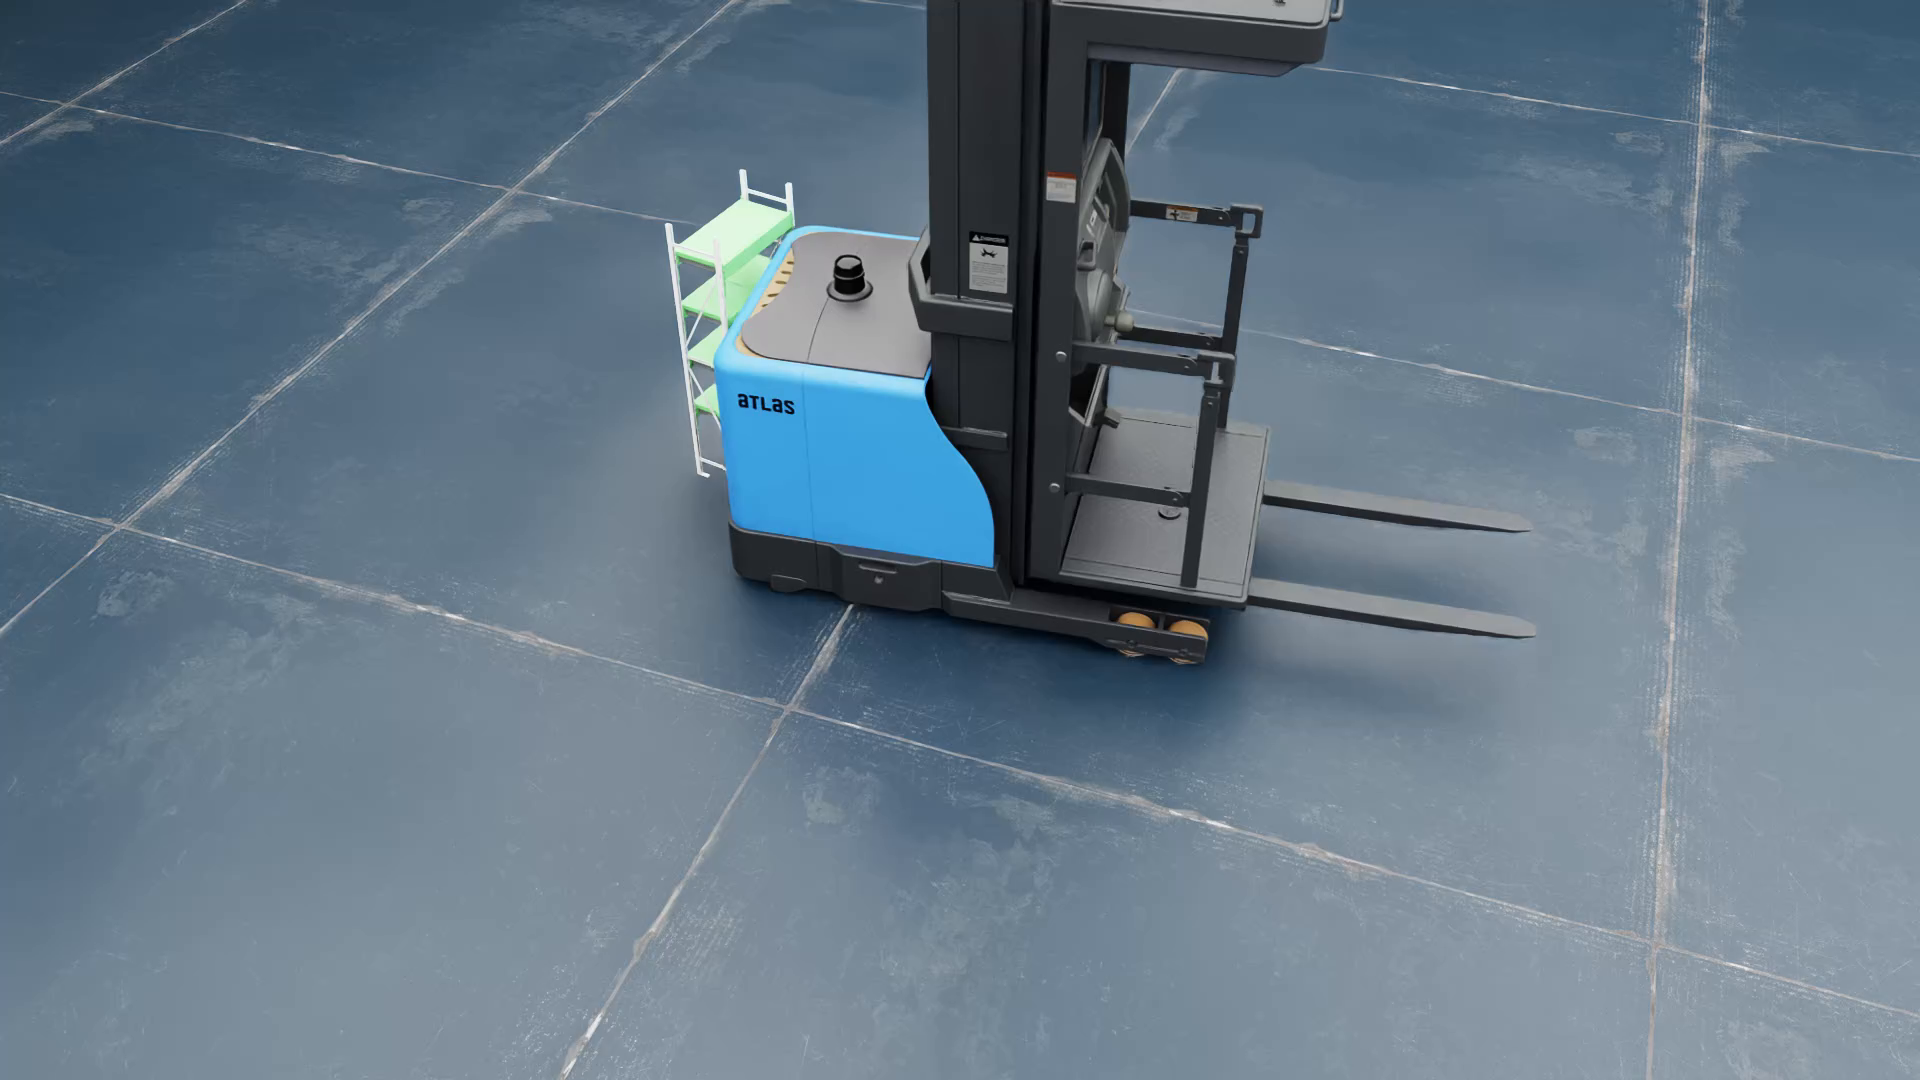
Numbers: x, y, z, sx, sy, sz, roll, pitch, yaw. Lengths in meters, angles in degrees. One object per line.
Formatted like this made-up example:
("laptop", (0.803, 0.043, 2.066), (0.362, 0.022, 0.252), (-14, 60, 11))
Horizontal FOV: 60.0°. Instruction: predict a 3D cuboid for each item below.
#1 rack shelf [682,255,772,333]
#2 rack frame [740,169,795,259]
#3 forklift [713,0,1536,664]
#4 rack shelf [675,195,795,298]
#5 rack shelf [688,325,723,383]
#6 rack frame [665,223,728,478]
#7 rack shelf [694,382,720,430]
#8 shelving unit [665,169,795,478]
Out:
("rack shelf", (-0.890, -0.976, 6.698), (0.258, 0.148, 0.480), (20, 44, 22))
("rack frame", (-0.770, -0.980, 6.974), (0.240, 1.200, 0.015), (20, 44, 22))
("forklift", (0.680, -1.032, 5.701), (3.031, 2.935, 1.130), (9, 41, 10))
("rack shelf", (-0.890, -1.158, 6.542), (0.258, 0.148, 0.480), (20, 44, 22))
("rack shelf", (-0.890, -0.793, 6.854), (0.258, 0.148, 0.480), (20, 44, 22))
("rack frame", (-1.009, -0.704, 6.651), (0.240, 1.200, 0.015), (20, 44, 22))
("rack shelf", (-0.890, -0.611, 7.010), (0.258, 0.148, 0.480), (20, 44, 22))
("shelving unit", (-0.890, -0.842, 6.812), (0.258, 1.200, 0.503), (20, 44, 22))
